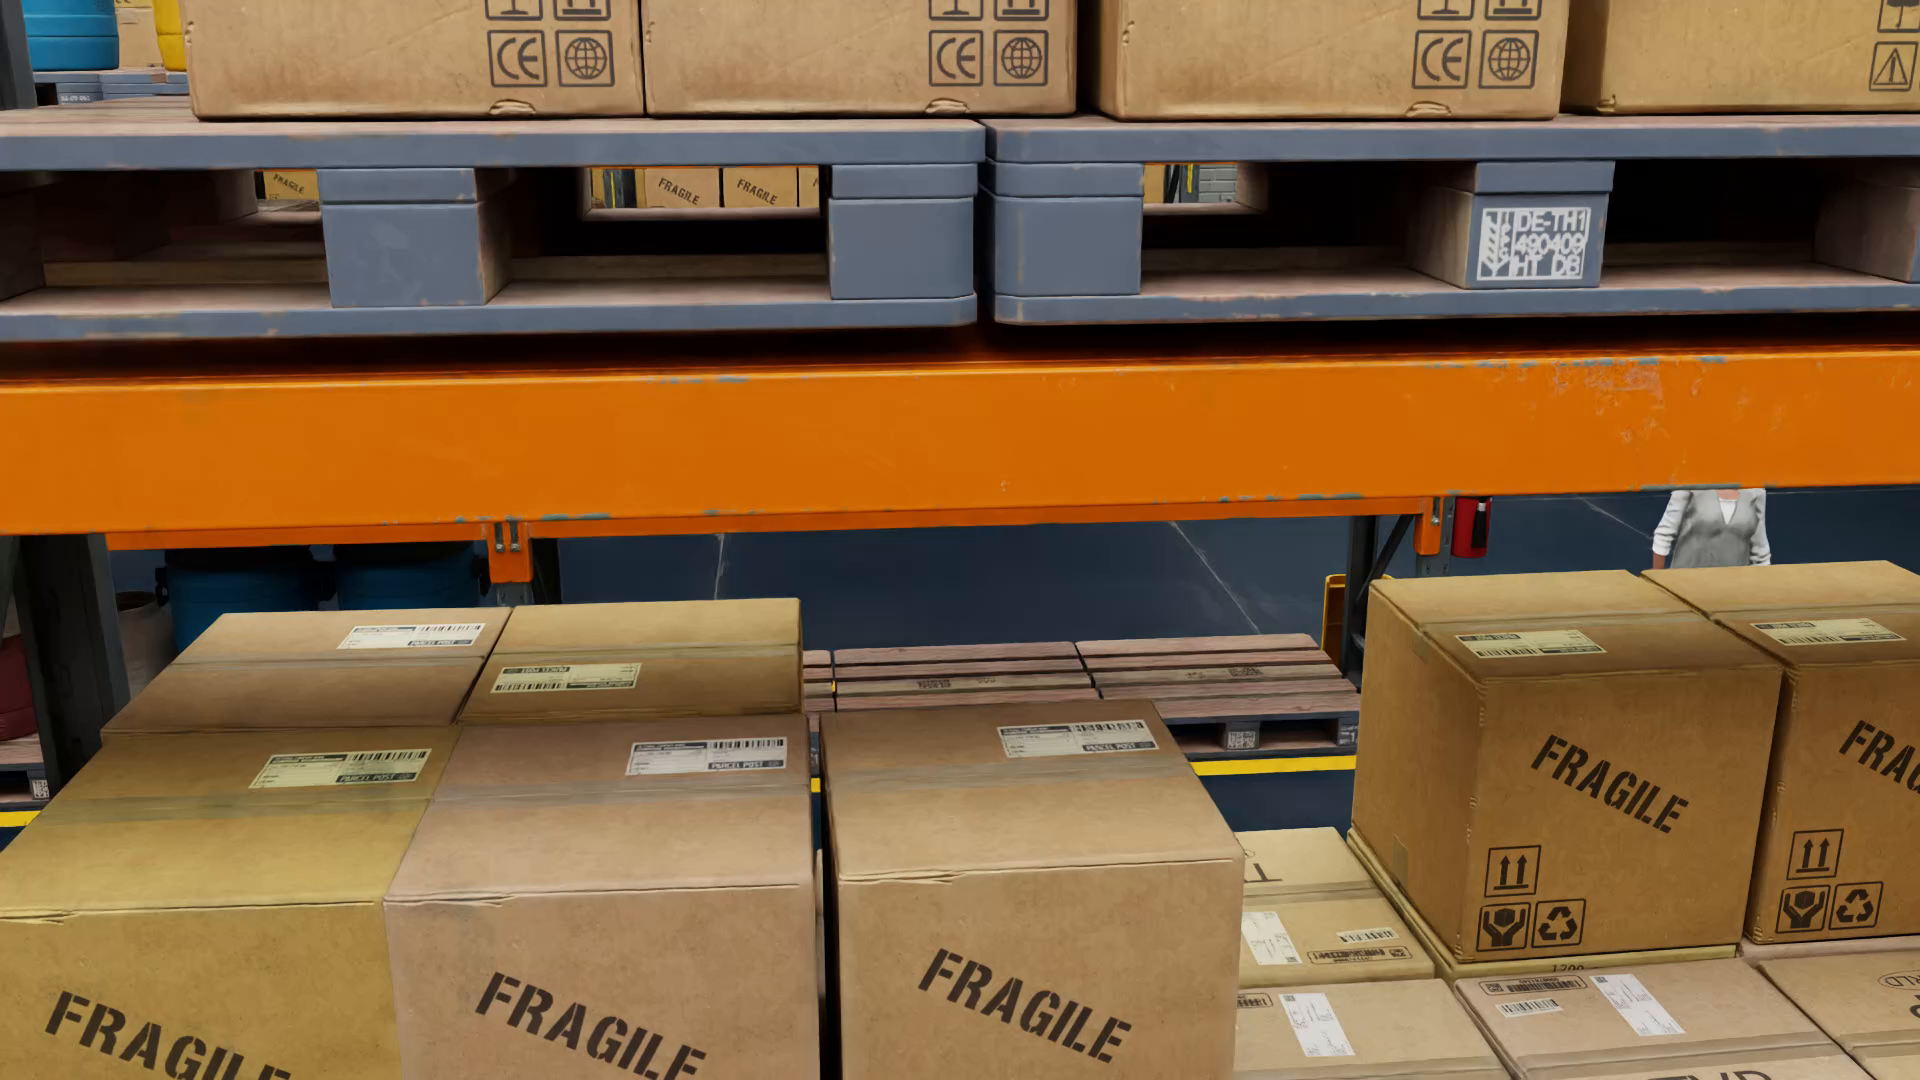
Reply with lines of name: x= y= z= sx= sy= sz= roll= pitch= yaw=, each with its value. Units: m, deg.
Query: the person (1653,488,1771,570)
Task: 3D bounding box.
person: x=3.290 y=0.216 z=7.332 sx=0.499 sy=1.558 sz=0.630 roll=2 pitch=17 yaw=7
